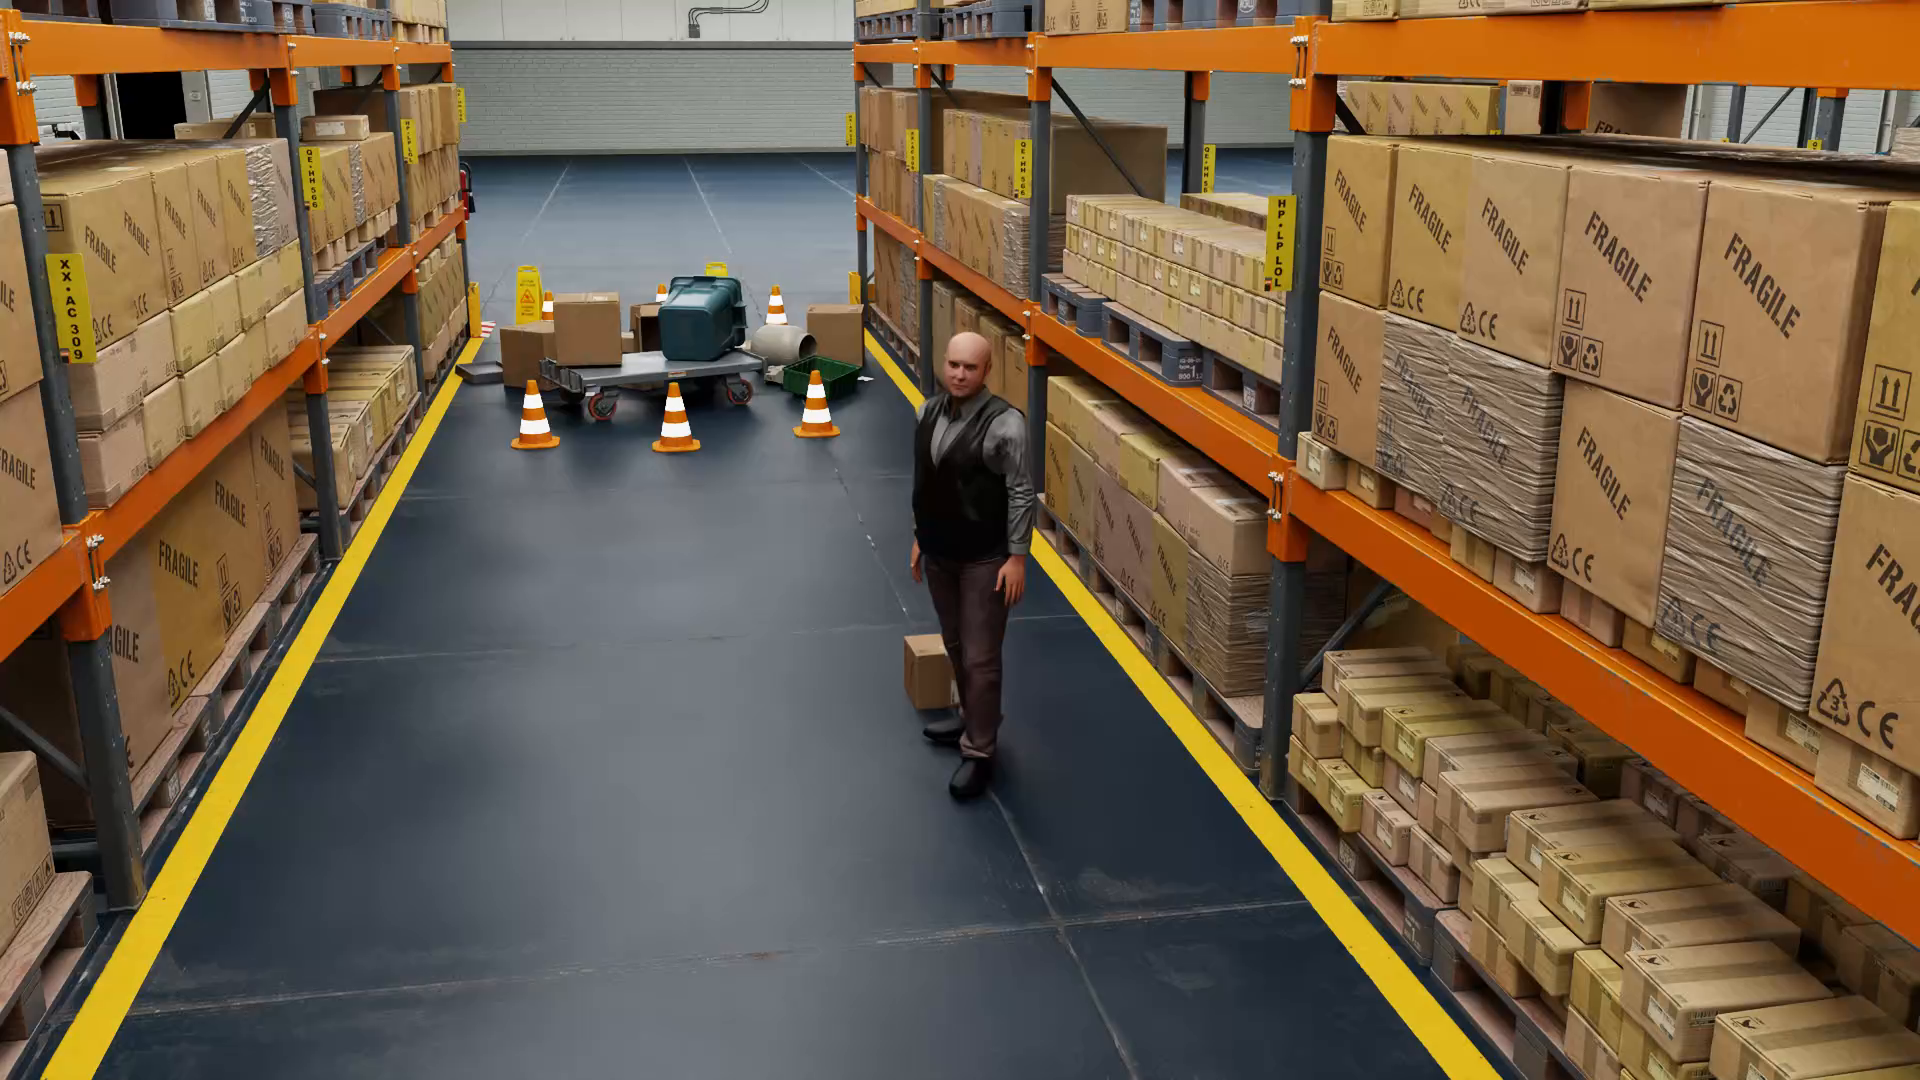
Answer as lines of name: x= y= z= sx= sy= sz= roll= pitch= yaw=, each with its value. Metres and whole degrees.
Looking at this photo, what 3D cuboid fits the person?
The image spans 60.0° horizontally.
person: x=0.018 y=0.060 z=6.343 sx=0.546 sy=1.725 sz=0.566 roll=-15 pitch=22 yaw=-42
